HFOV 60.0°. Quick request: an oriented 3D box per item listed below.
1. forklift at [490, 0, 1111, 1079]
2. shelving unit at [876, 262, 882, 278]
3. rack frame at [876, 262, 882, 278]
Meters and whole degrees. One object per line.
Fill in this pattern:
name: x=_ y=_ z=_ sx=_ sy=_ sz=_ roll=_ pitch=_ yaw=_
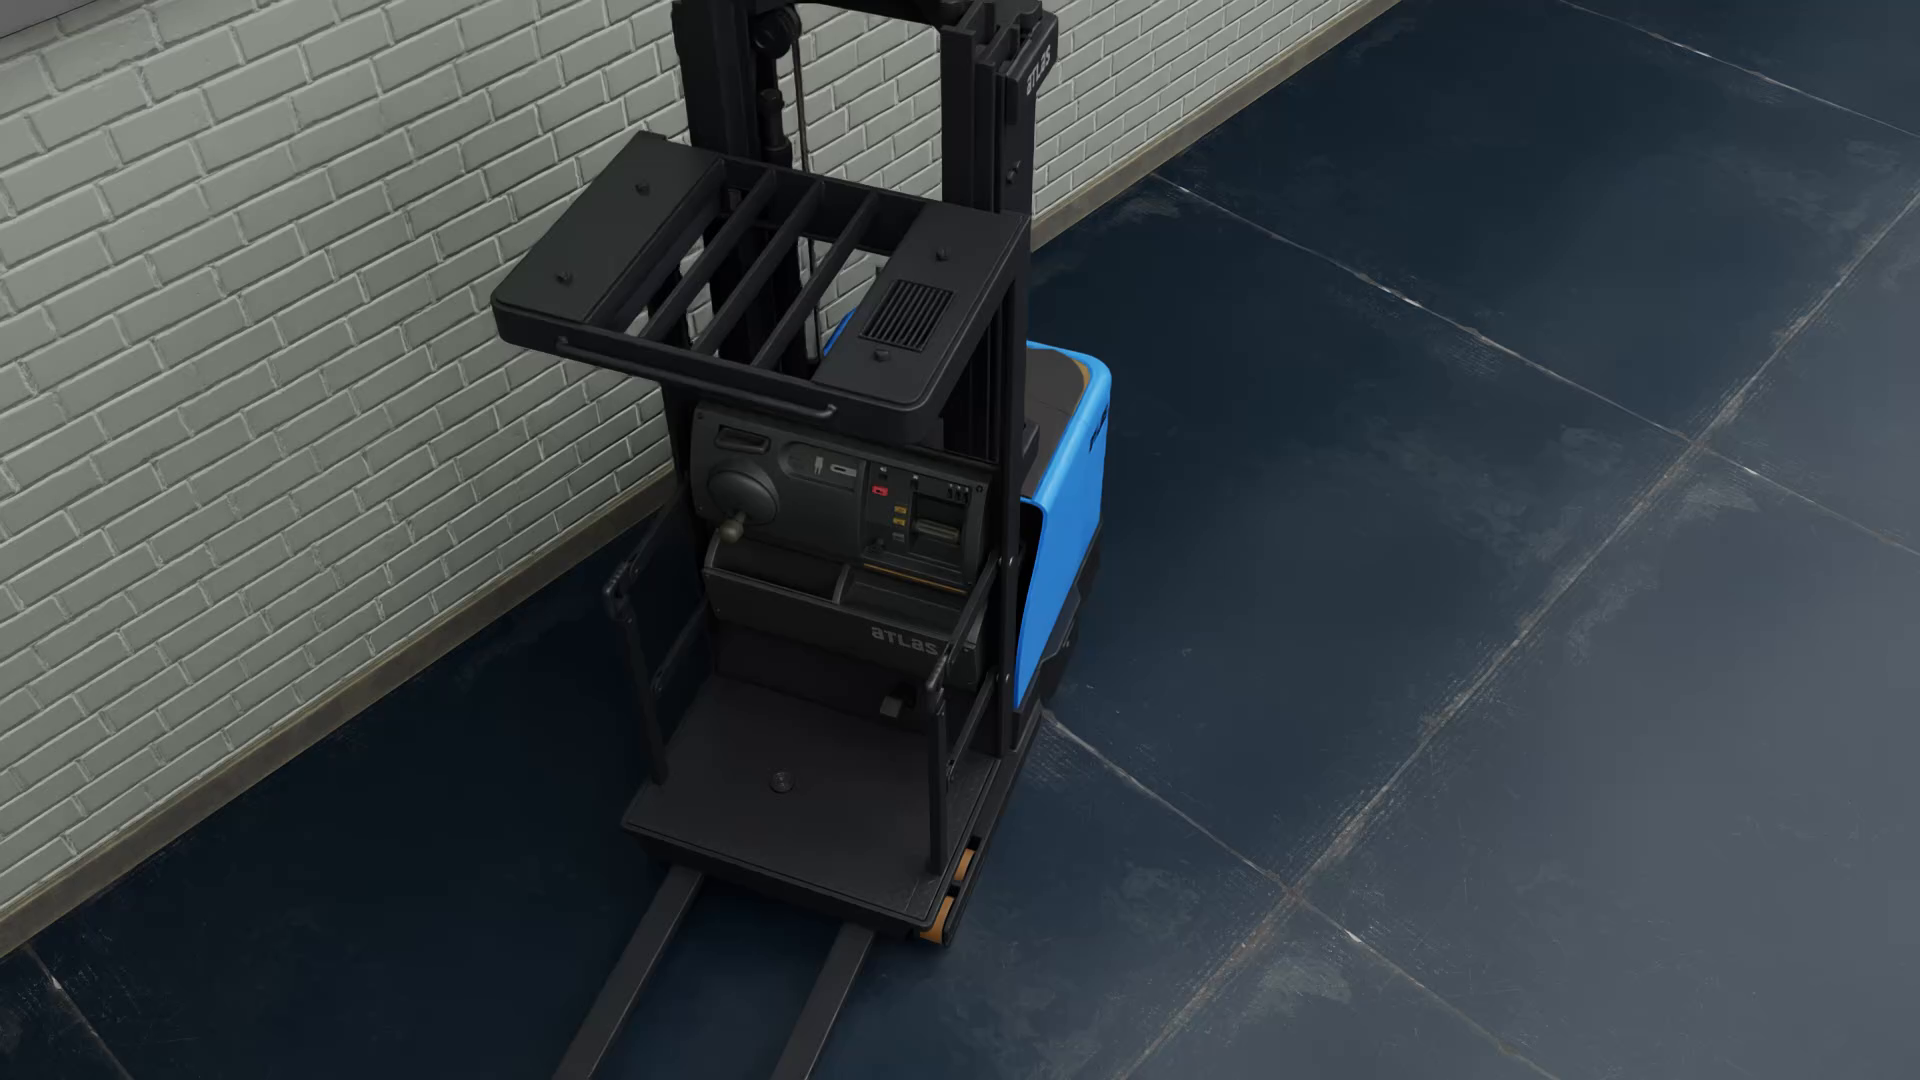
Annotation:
forklift: x=-0.438 y=-0.023 z=4.761 sx=1.130 sy=2.935 sz=3.031 roll=15 pitch=49 yaw=14
shelving unit: x=-0.029 y=-0.610 z=6.499 sx=0.503 sy=1.200 sz=0.258 roll=15 pitch=49 yaw=13
rack frame: x=-0.259 y=-0.670 z=6.556 sx=0.015 sy=1.200 sz=0.240 roll=15 pitch=49 yaw=13
